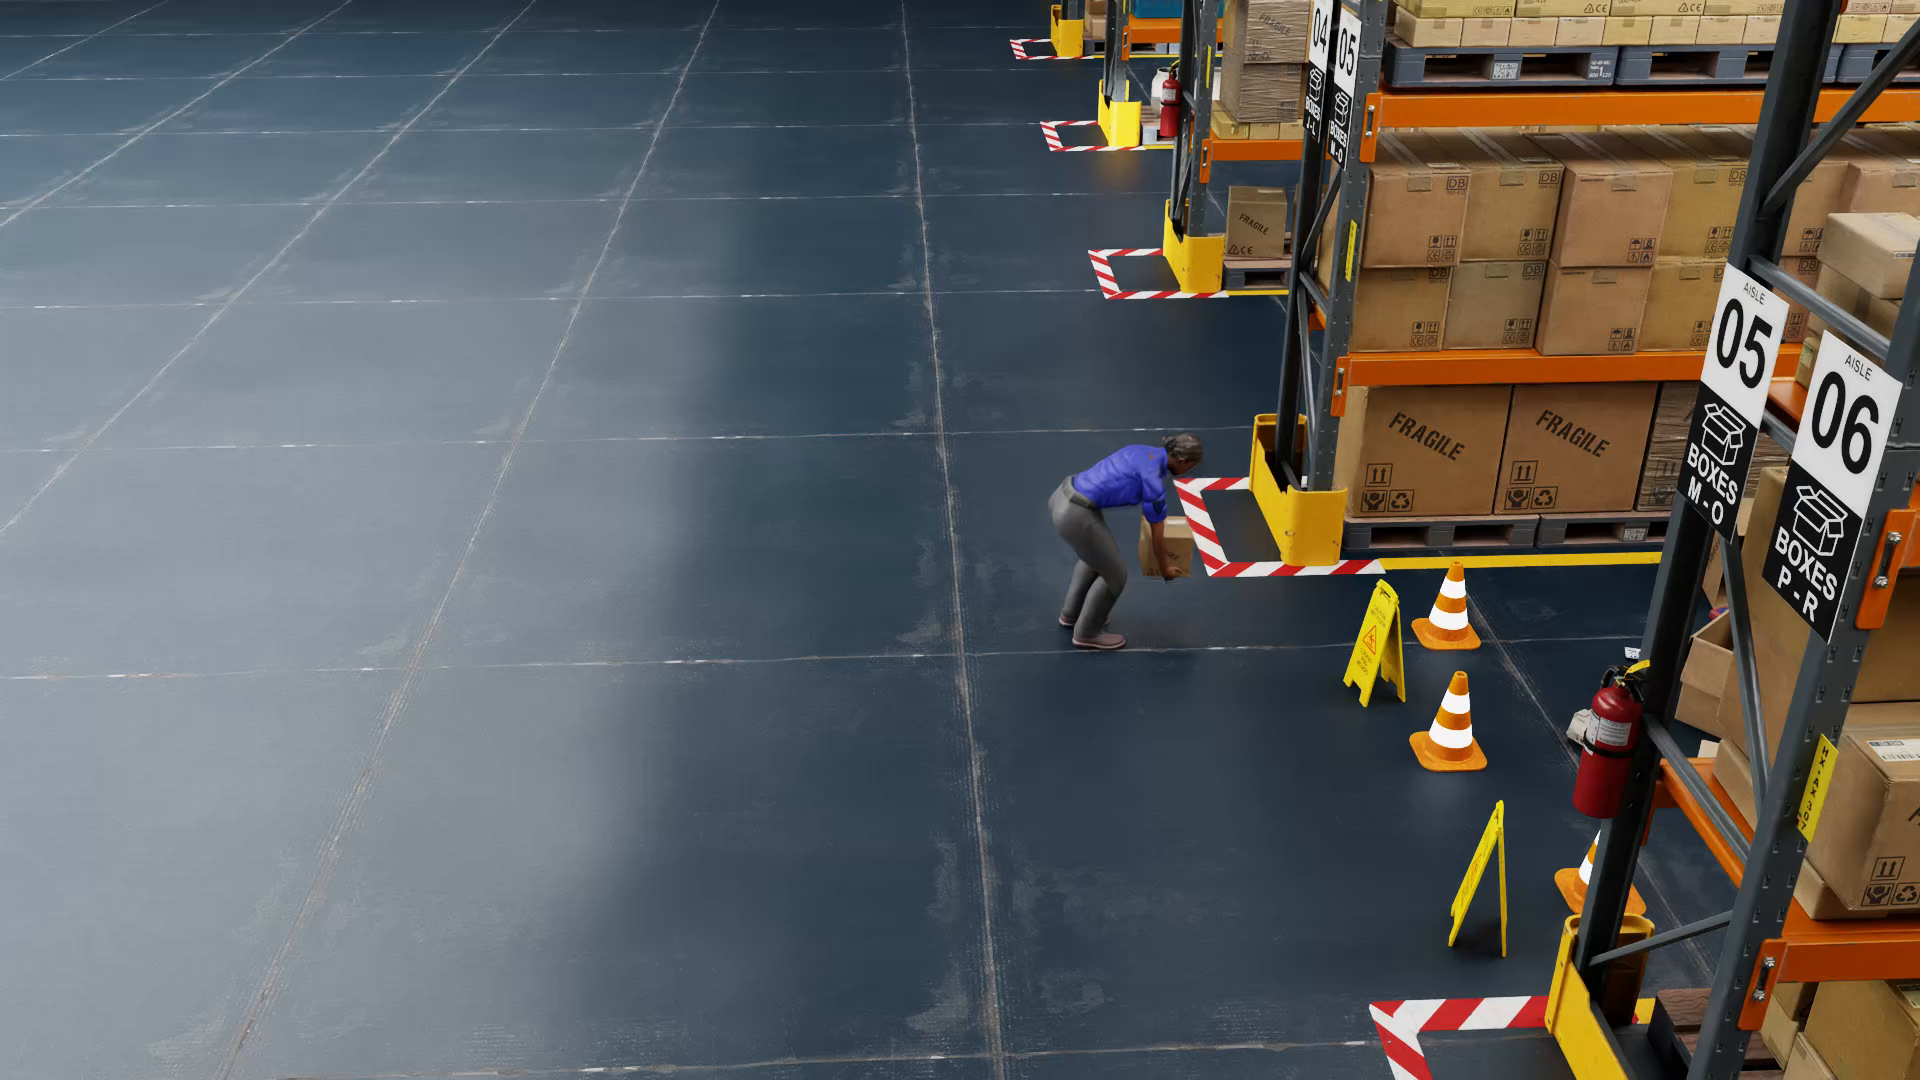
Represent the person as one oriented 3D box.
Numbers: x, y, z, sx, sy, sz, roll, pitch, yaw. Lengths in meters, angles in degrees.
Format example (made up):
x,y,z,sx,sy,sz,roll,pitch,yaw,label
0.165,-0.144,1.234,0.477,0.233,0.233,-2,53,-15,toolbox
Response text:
x,y,z,sx,sy,sz,roll,pitch,yaw,label
0.797,0.029,9.129,0.625,1.144,0.422,-2,28,-4,person
